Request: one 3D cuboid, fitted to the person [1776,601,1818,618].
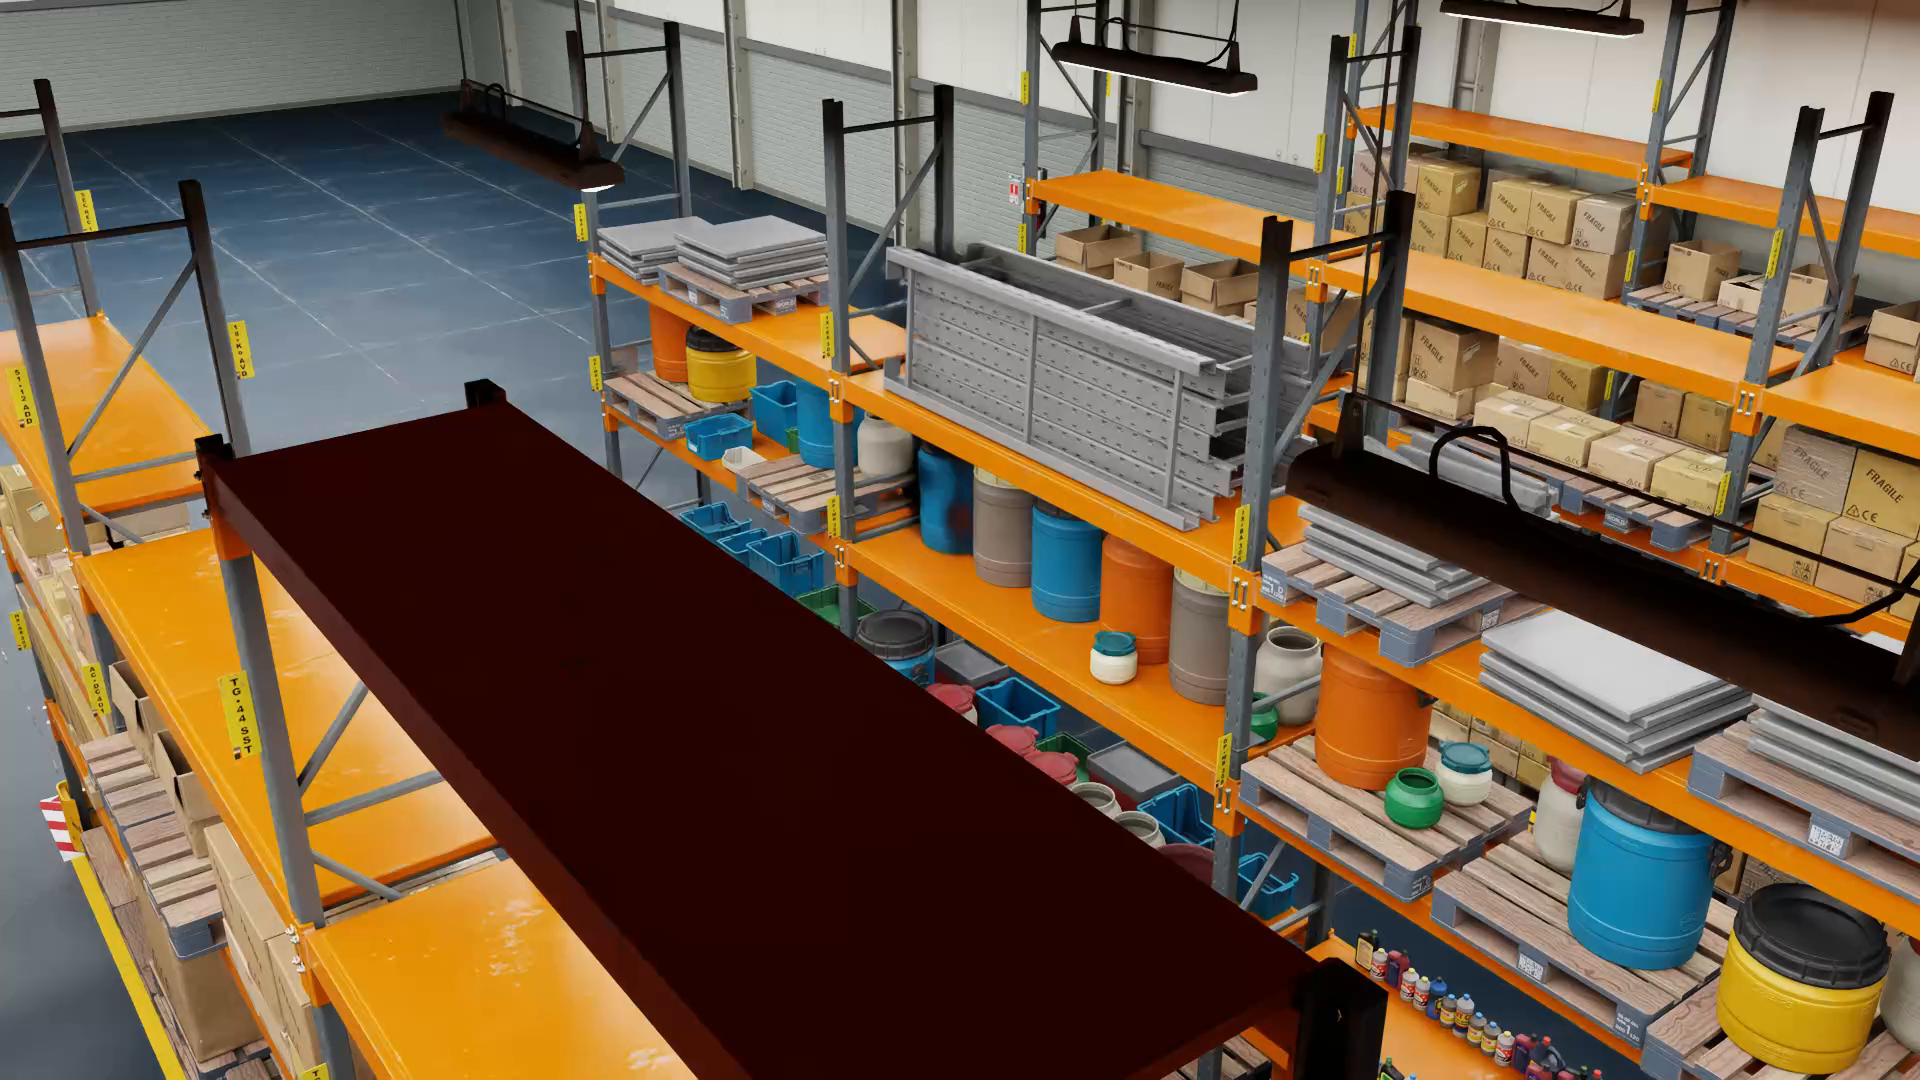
[{"bbox_3d":[7.277,0.939,14.823,0.692,1.783,0.648,20,31,36],"label":"person"}]
